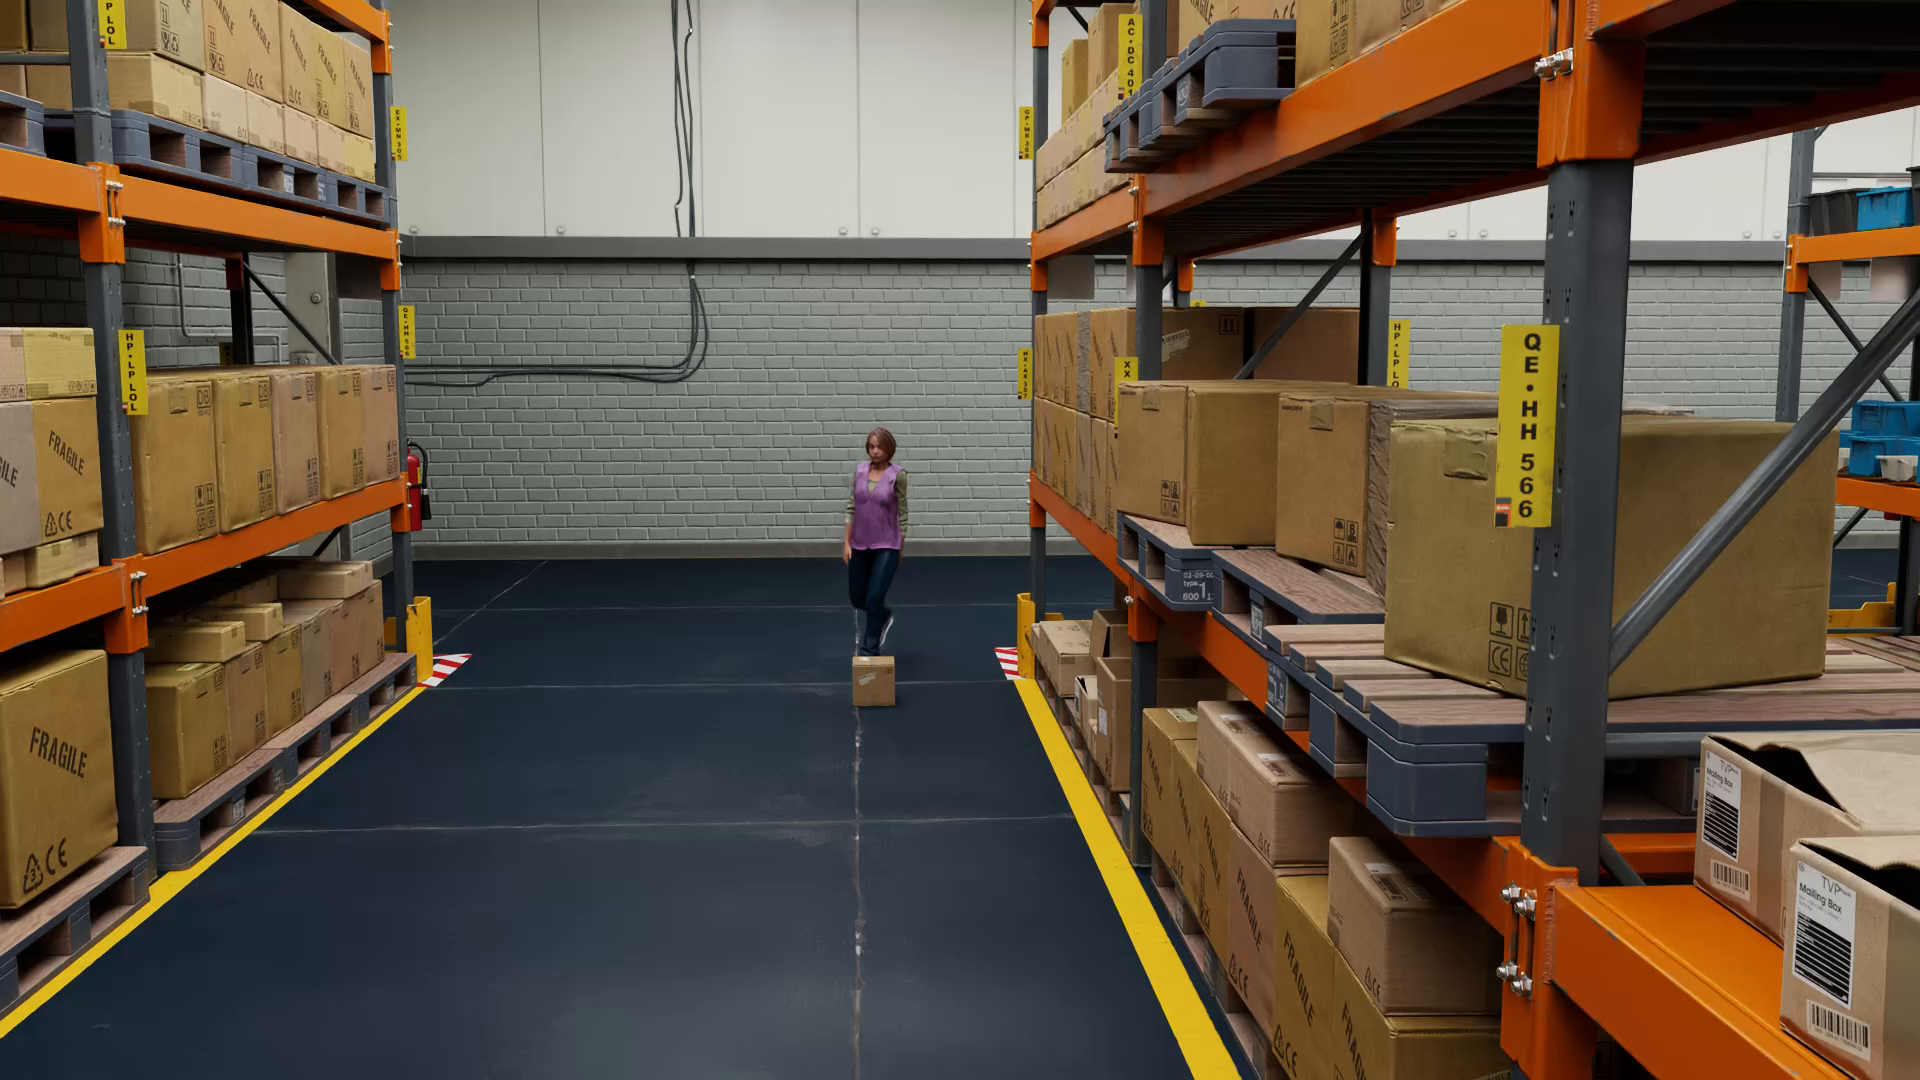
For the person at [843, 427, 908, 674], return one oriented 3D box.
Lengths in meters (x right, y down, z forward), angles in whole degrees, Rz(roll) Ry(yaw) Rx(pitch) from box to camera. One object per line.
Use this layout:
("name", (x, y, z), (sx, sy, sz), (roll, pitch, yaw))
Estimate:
("person", (-0.527, 0.050, 10.834), (0.418, 1.579, 0.764), (3, 8, 20))
